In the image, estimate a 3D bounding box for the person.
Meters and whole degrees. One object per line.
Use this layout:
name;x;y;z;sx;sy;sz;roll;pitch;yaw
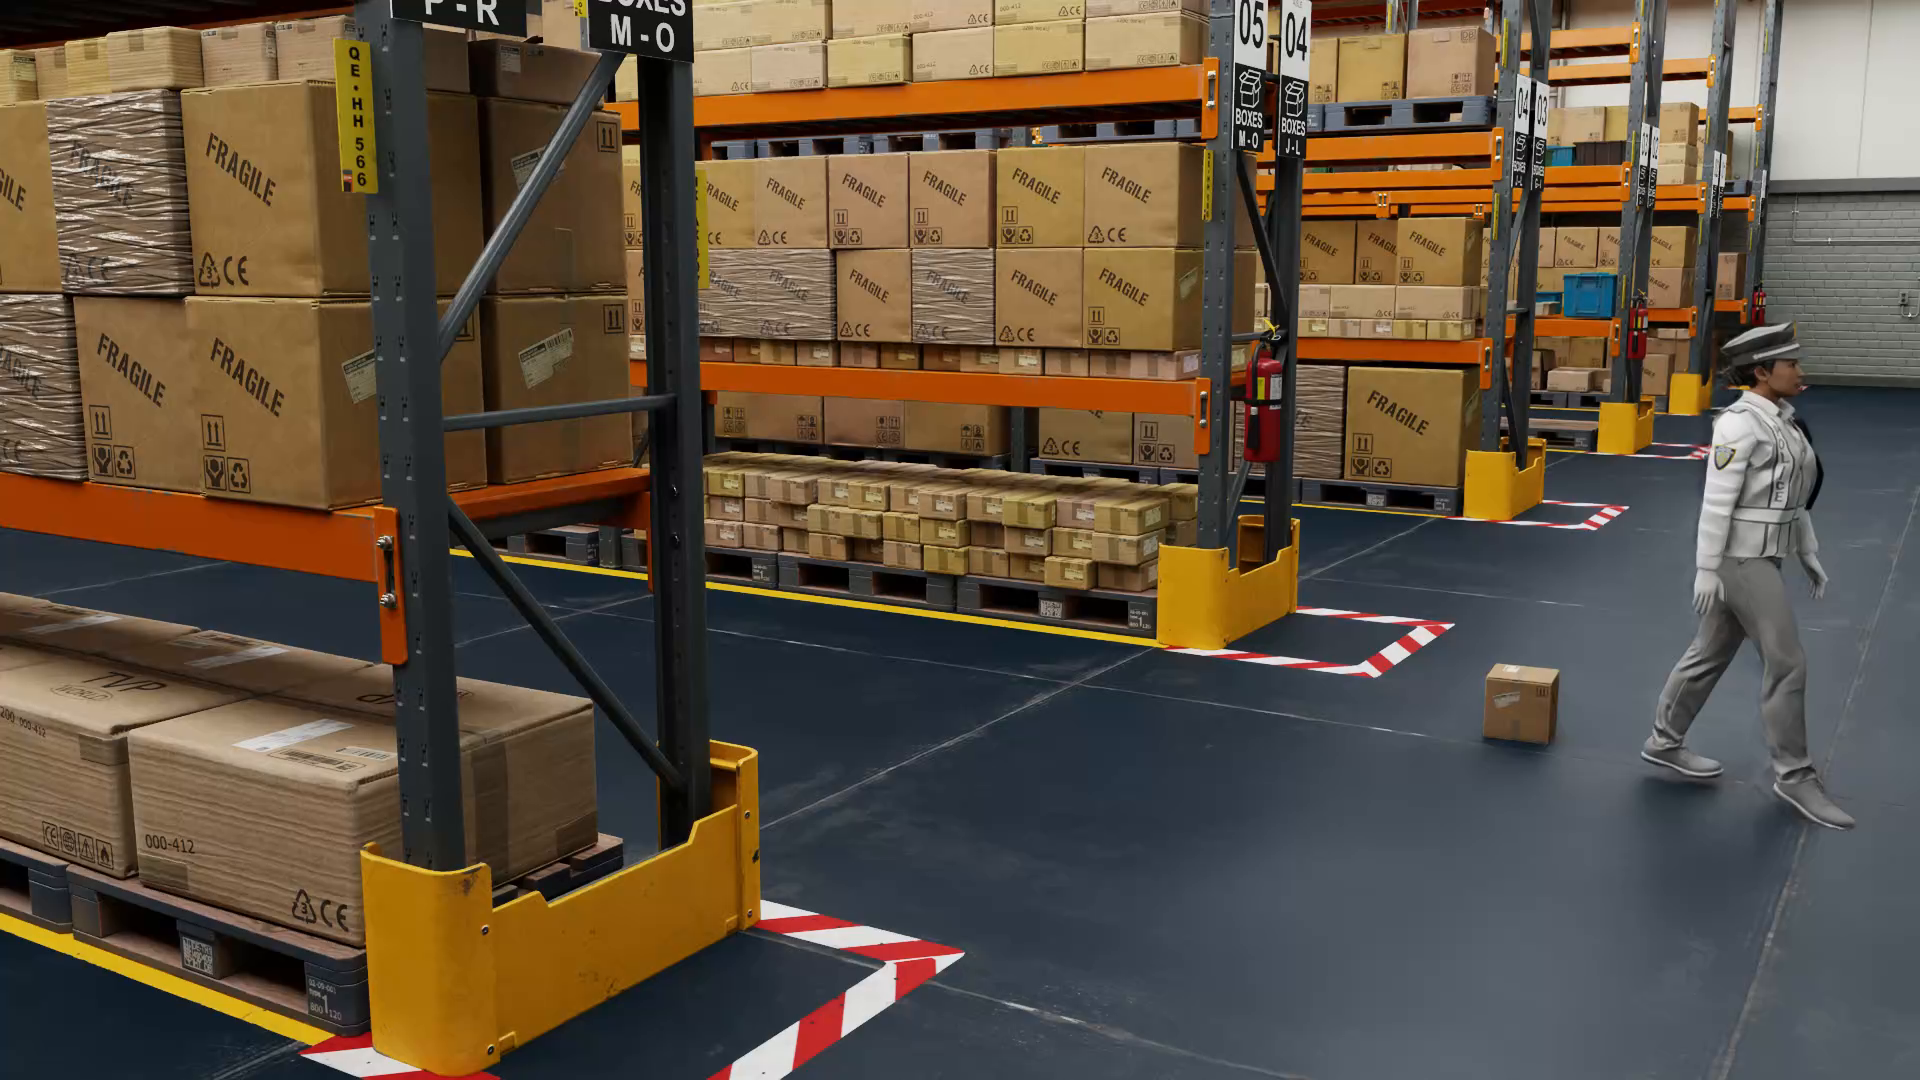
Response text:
person;2.801;0.094;5.798;0.761;1.705;0.551;8;12;40
